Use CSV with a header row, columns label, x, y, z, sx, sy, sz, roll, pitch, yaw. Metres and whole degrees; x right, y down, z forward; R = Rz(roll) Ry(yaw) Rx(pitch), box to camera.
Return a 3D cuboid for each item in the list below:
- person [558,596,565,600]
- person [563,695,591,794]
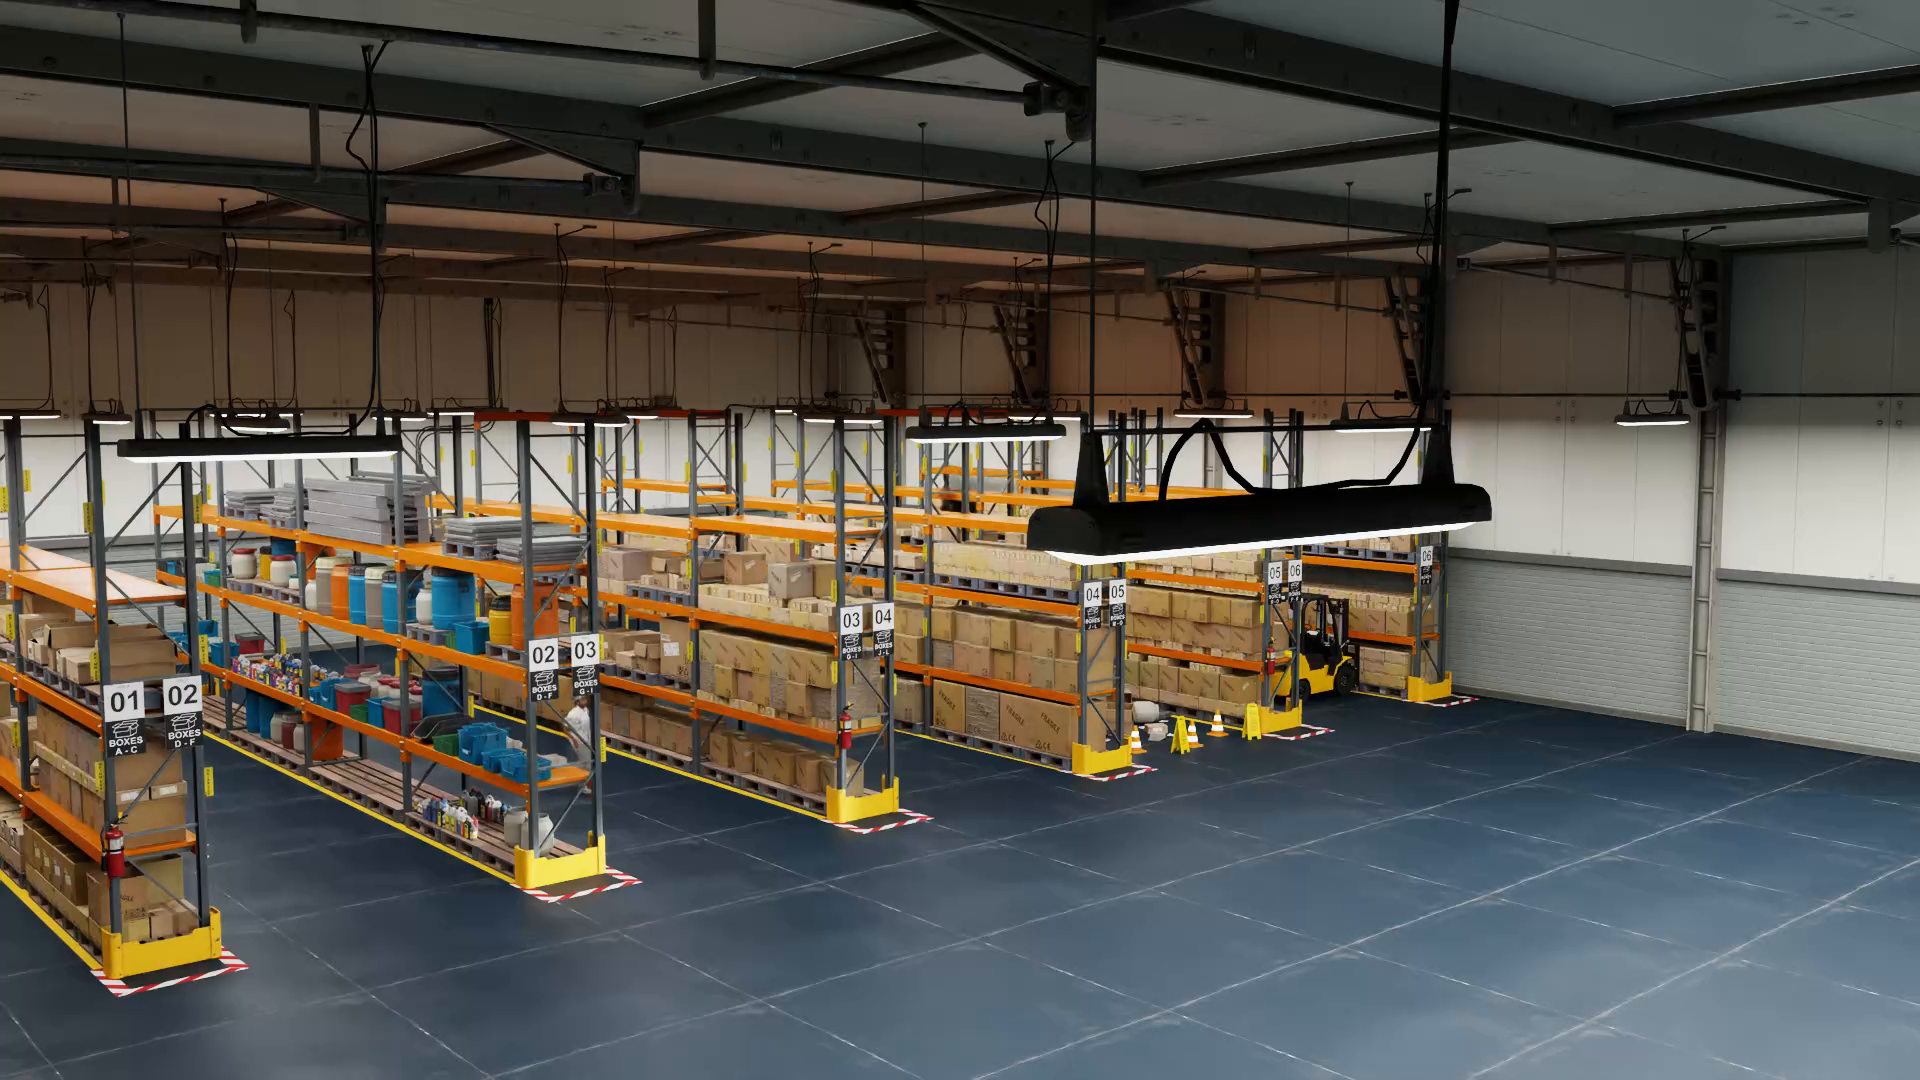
label,x,y,z,sx,sy,sz,roll,pitch,yaw
person,-9.419,2.115,39.009,0.613,1.582,0.519,-1,5,-8
person,-6.013,3.202,26.371,0.560,1.655,0.581,3,6,27
